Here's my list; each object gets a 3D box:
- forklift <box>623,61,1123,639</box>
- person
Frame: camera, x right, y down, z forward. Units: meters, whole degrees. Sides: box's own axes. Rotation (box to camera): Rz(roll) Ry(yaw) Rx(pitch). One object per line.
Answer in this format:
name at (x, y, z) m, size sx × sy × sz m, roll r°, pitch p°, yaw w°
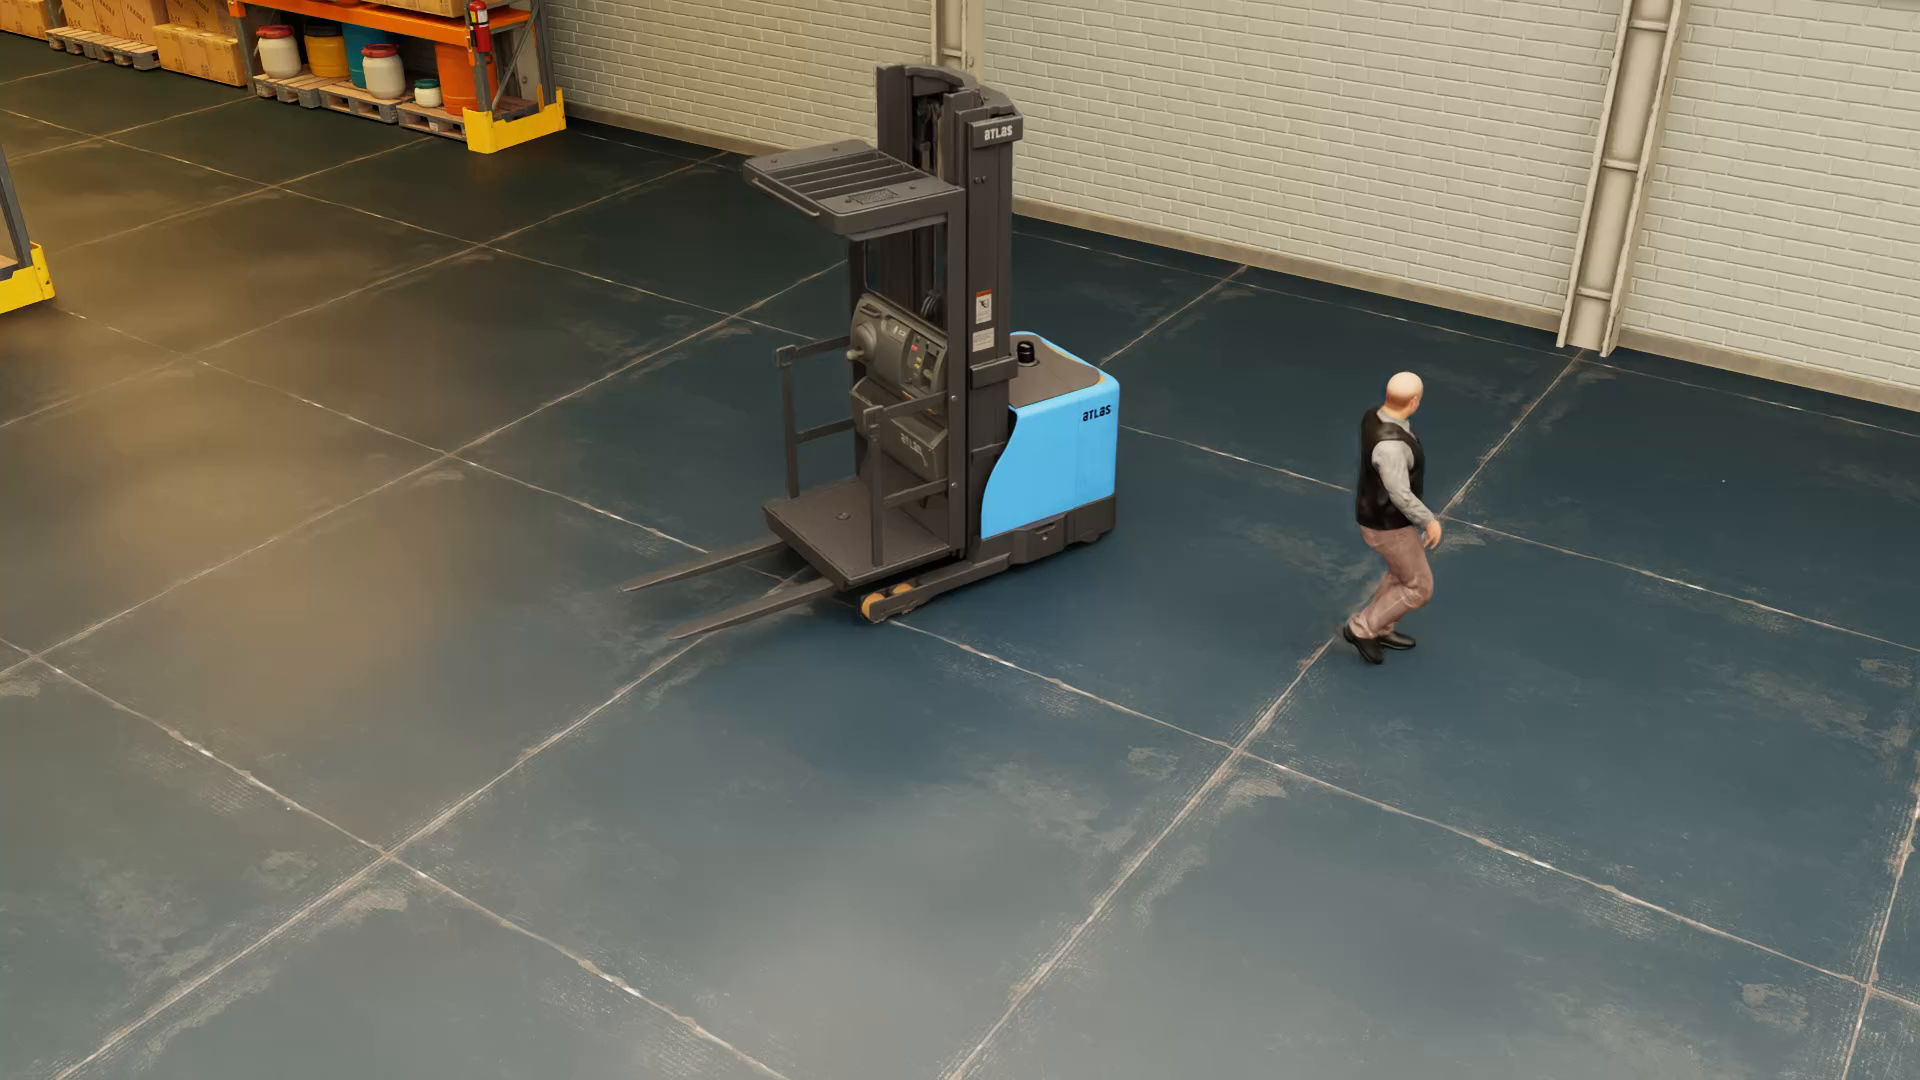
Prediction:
forklift at (-0.507, -1.097, 9.471) m, size 3.031 × 2.935 × 1.130 m, roll -19°, pitch 35°, yaw -29°
person at (2.503, -0.073, 8.989) m, size 0.519 × 1.748 × 0.927 m, roll 9°, pitch 31°, yaw 15°
